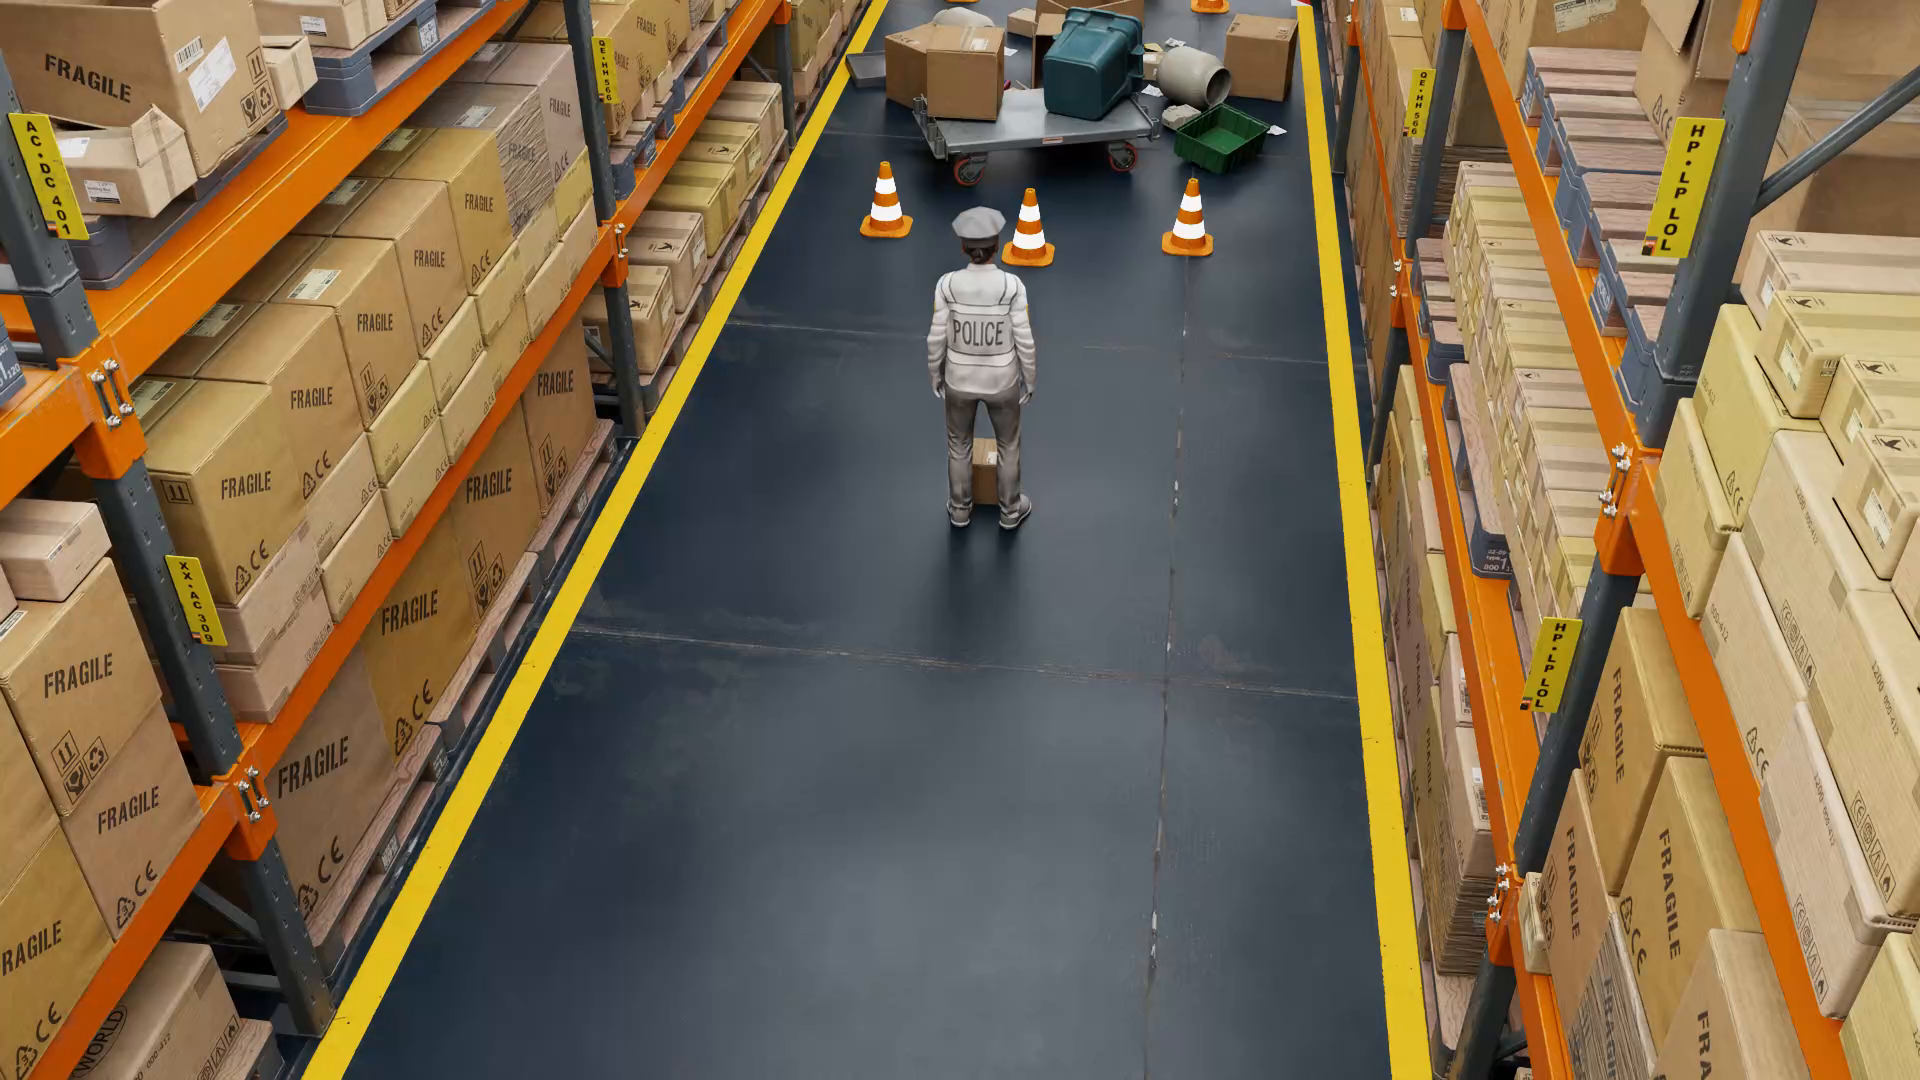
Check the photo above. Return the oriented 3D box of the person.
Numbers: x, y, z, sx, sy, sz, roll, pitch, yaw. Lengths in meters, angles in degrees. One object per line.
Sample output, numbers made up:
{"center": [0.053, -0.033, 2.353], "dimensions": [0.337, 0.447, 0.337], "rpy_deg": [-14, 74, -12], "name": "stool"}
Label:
{"center": [0.106, -0.785, 8.102], "dimensions": [0.526, 1.663, 0.374], "rpy_deg": [4, 37, 5], "name": "person"}
